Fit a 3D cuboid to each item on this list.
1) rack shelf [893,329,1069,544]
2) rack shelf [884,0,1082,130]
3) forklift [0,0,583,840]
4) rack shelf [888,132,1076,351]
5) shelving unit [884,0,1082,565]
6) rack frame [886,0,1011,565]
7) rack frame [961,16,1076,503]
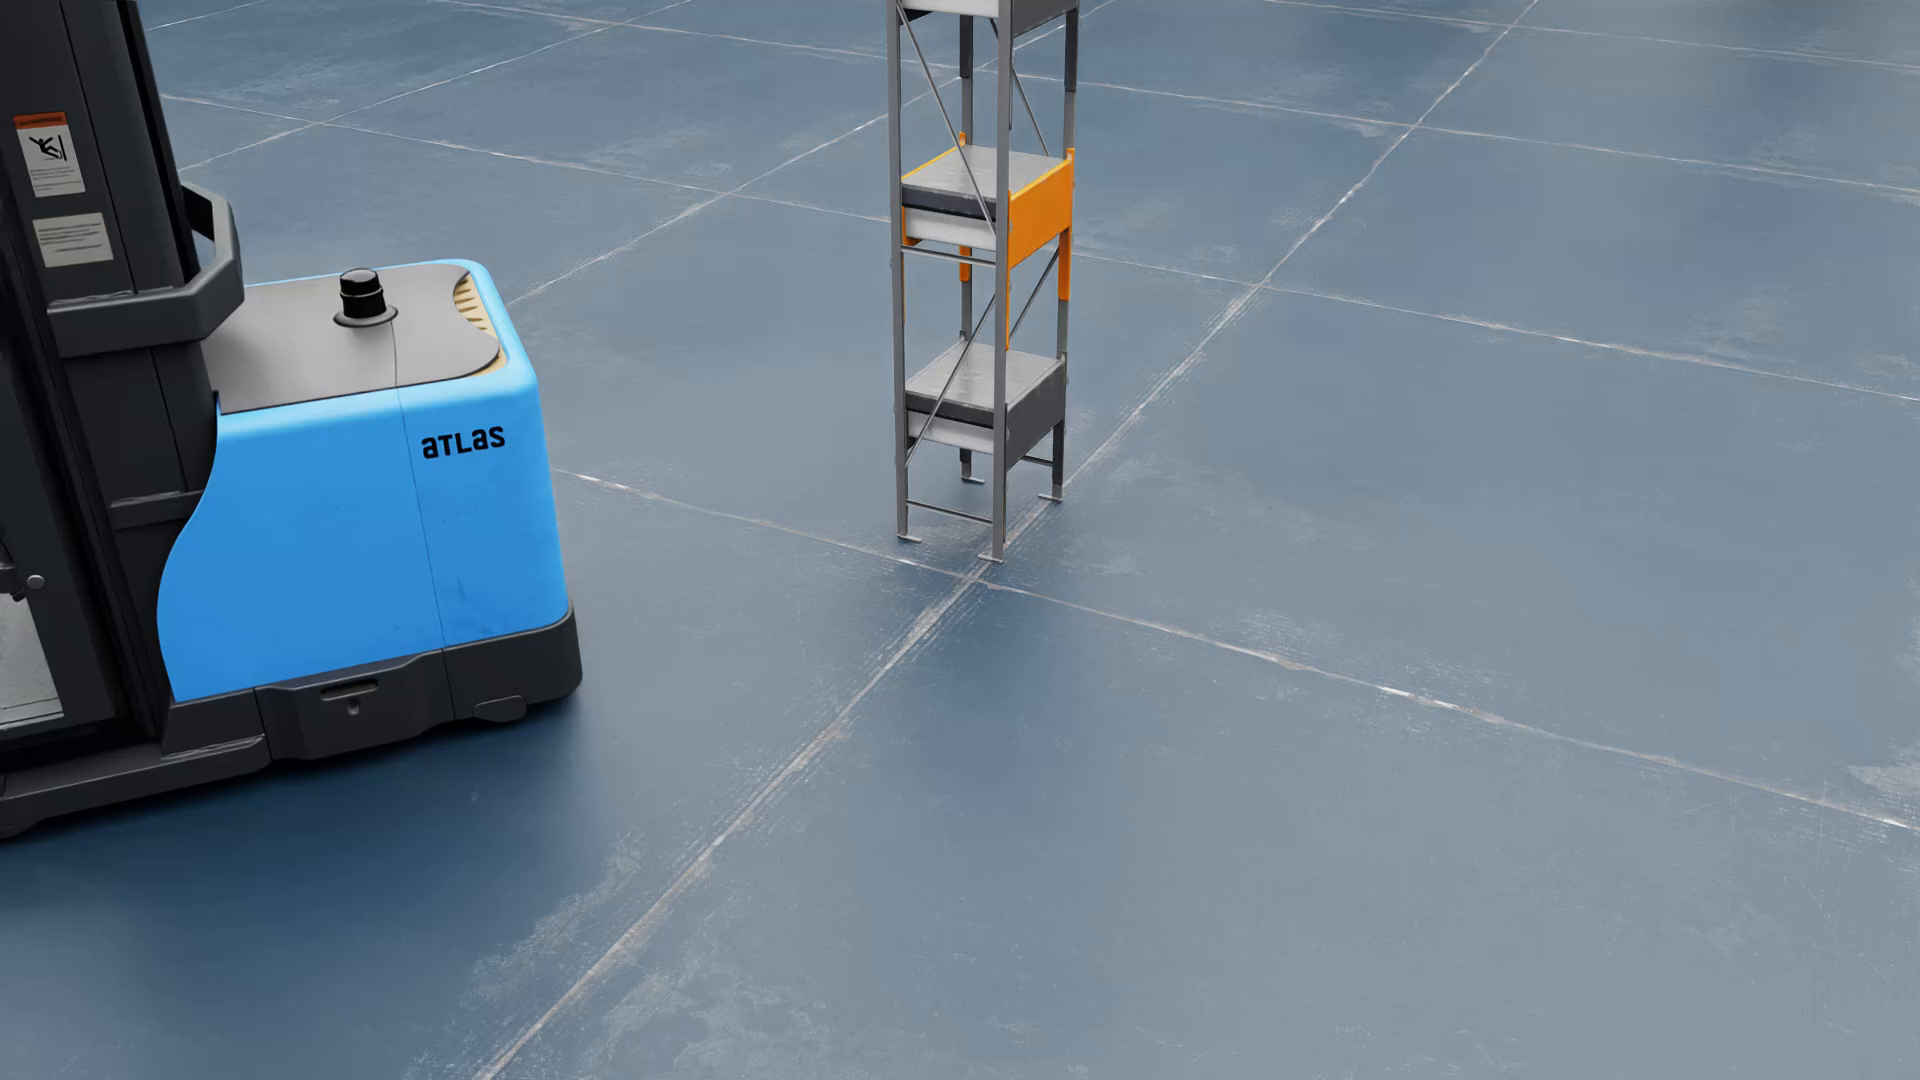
[{"bbox_3d":[0.075,-0.365,5.710,0.431,0.518,0.480,14,33,23],"label":"rack shelf"},{"bbox_3d":[0.075,-1.579,5.013,0.431,0.518,0.480,14,33,23],"label":"rack shelf"},{"bbox_3d":[-2.679,-0.721,4.063,3.031,2.935,1.130,-12,32,-19],"label":"forklift"},{"bbox_3d":[0.075,-0.972,5.362,0.431,0.518,0.480,14,33,23],"label":"rack shelf"},{"bbox_3d":[0.075,-0.984,5.355,0.431,2.100,0.503,14,33,23],"label":"shelving unit"},{"bbox_3d":[-0.036,-0.876,5.167,0.400,2.100,0.015,14,33,23],"label":"rack frame"},{"bbox_3d":[0.187,-1.092,5.543,0.400,2.100,0.015,14,33,23],"label":"rack frame"}]
